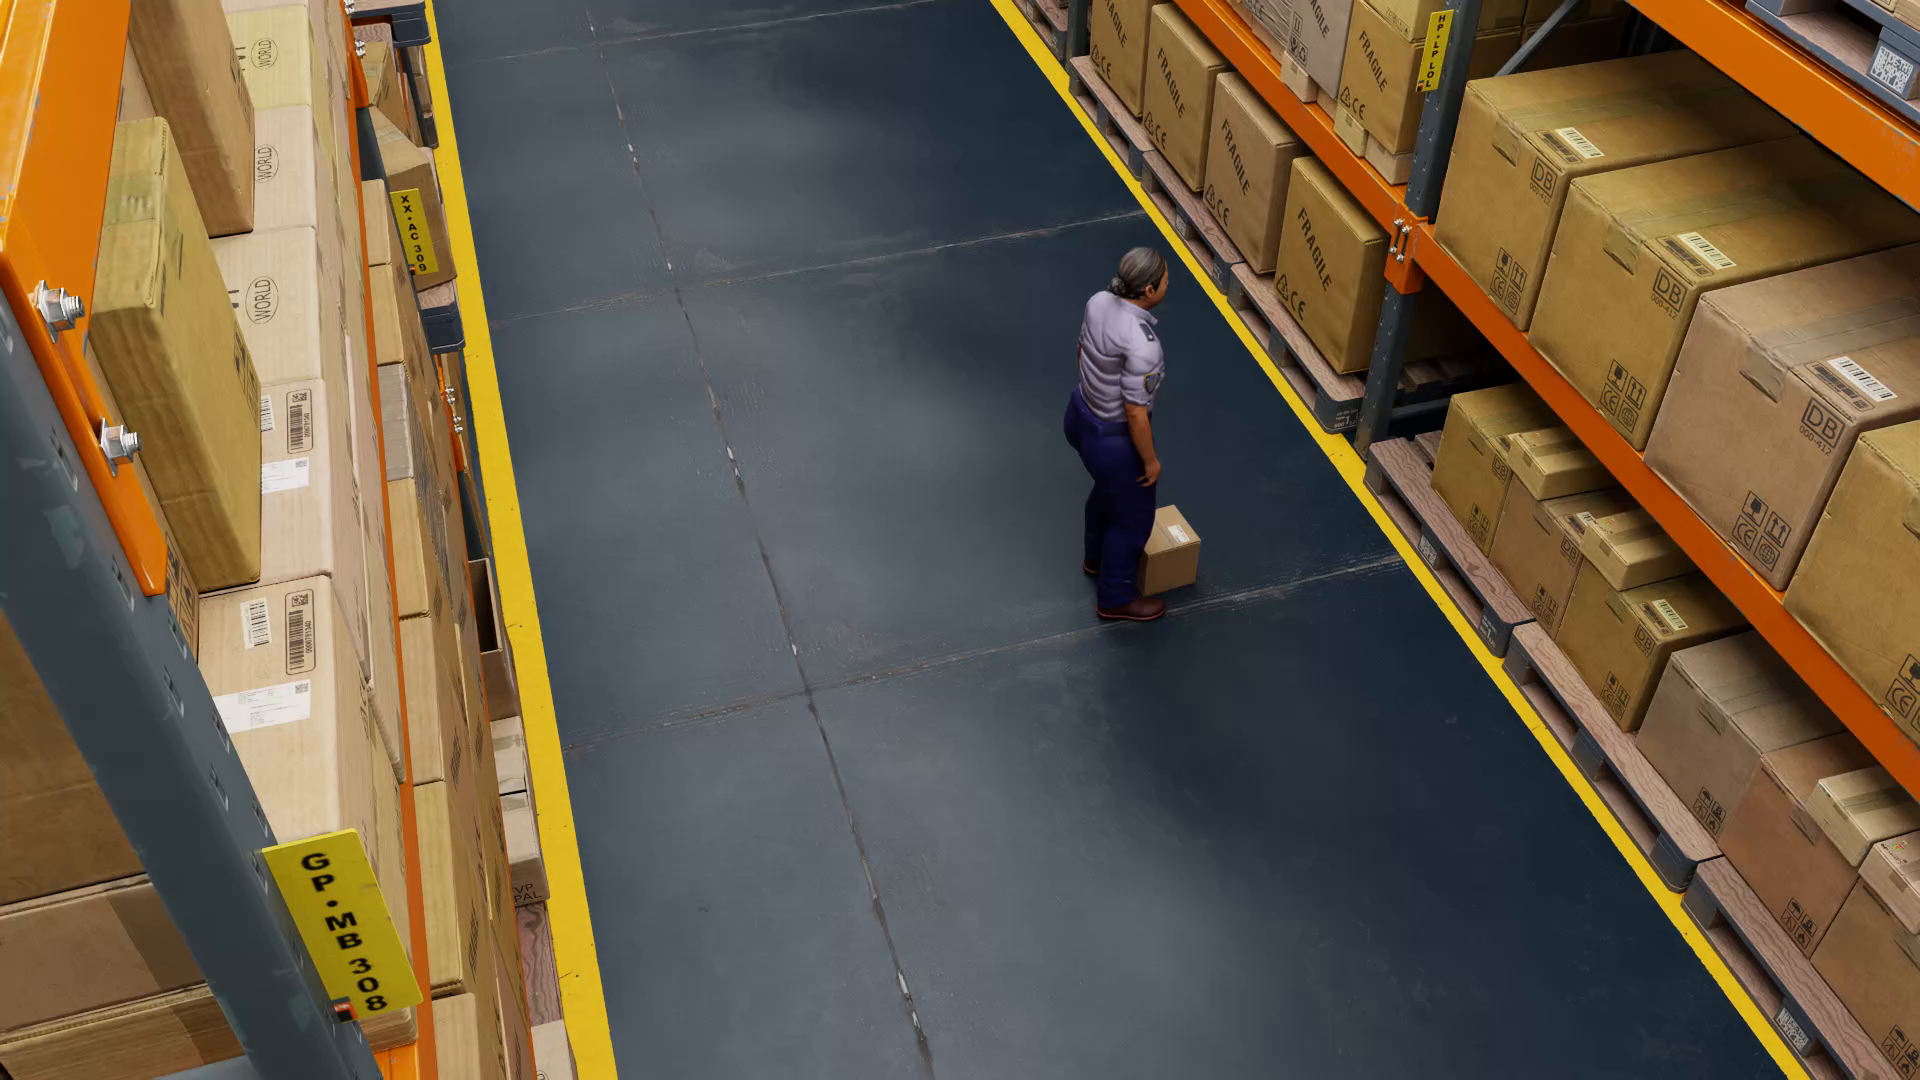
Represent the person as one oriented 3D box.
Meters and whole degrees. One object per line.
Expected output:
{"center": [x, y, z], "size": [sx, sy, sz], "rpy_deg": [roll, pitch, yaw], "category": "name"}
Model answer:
{"center": [0.655, -0.427, 6.635], "size": [0.421, 1.648, 0.564], "rpy_deg": [-14, 44, -15], "category": "person"}
